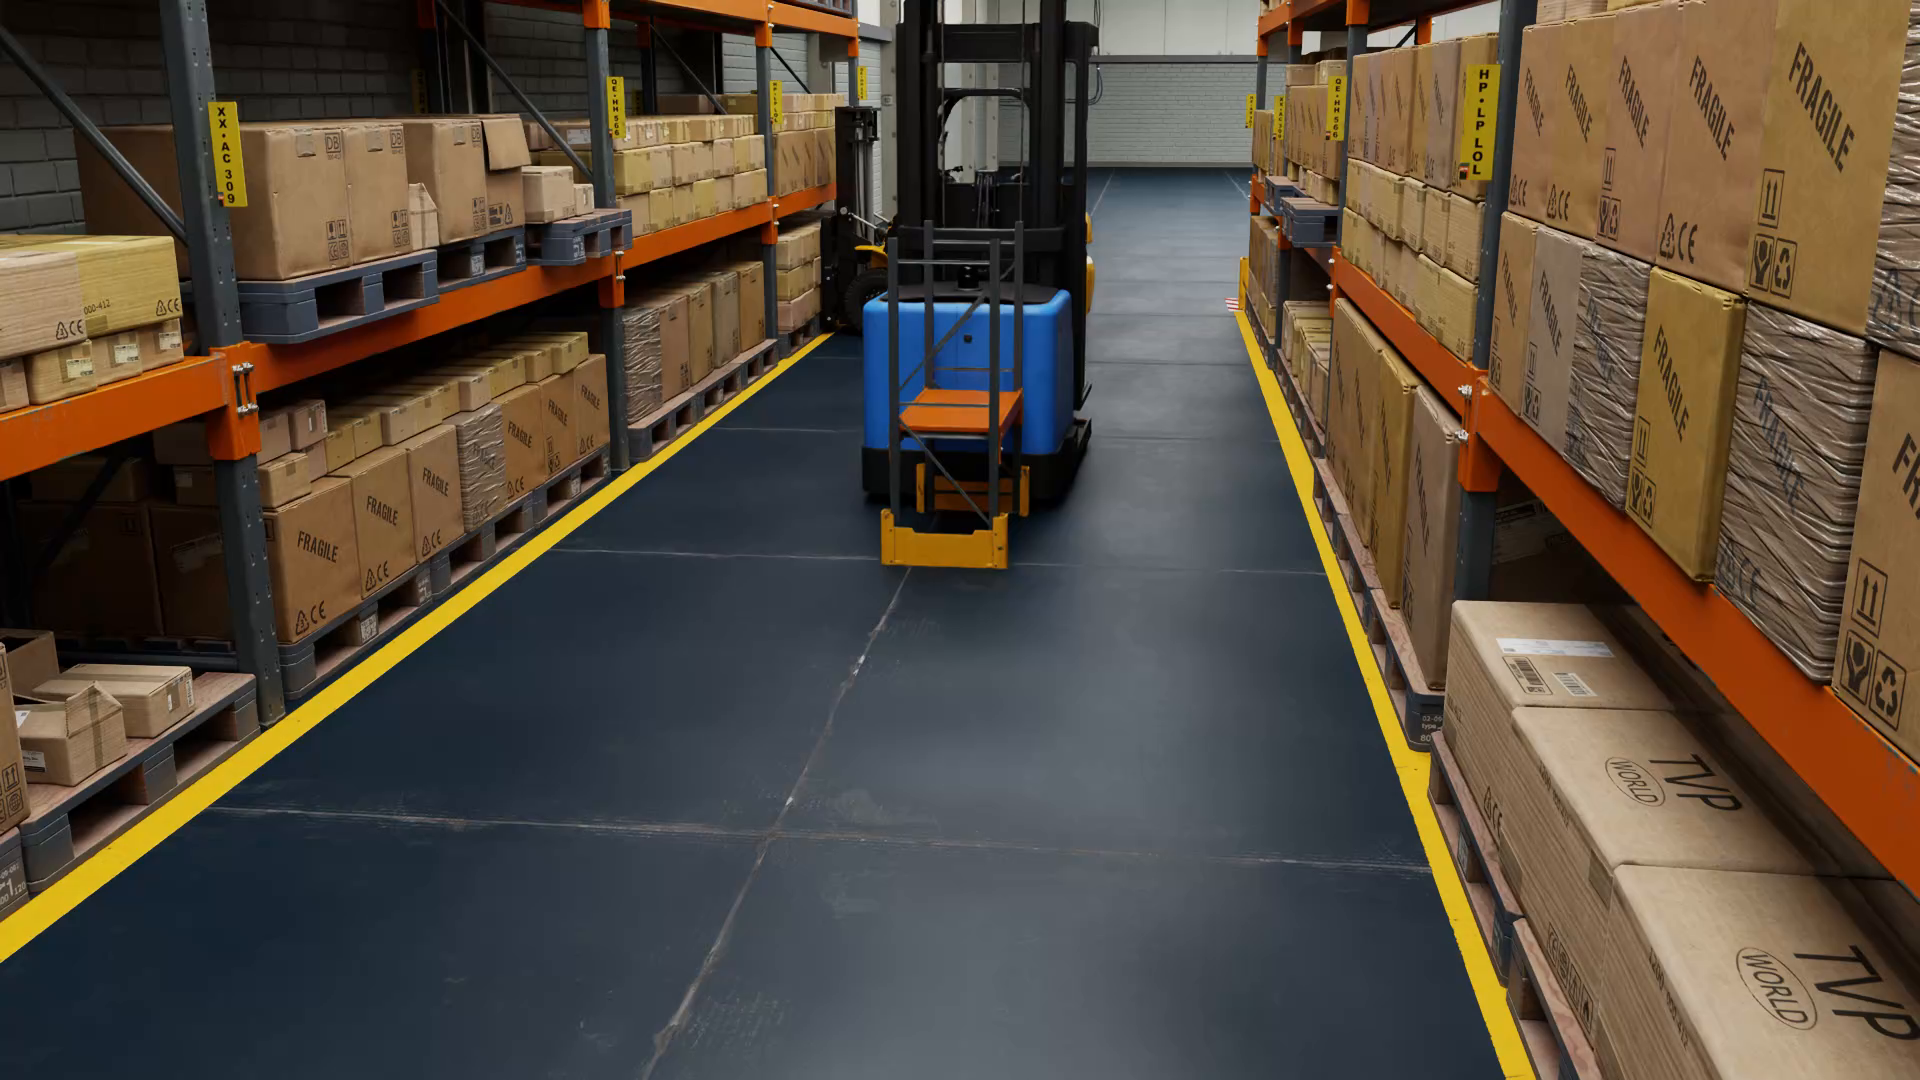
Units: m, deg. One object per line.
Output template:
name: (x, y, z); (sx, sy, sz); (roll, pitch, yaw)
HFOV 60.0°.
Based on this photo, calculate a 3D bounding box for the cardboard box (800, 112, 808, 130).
cardboard box: (-1.515, -3.601, 14.298); (0.380, 0.149, 0.250); (2, 15, 6)

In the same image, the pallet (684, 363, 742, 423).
pallet: (-2.154, -1.044, 11.617); (1.003, 0.211, 1.213); (2, 15, 6)

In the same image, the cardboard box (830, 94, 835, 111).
cardboard box: (-1.375, -4.076, 15.485); (0.380, 0.149, 0.250); (2, 15, 8)

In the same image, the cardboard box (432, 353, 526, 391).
cardboard box: (-2.379, -0.830, 8.225); (0.380, 0.149, 0.250); (2, 15, 8)

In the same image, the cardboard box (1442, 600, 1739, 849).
cardboard box: (1.877, 0.515, 4.616); (0.875, 0.438, 0.875); (1, 15, 5)

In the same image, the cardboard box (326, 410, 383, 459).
cardboard box: (-2.583, -0.431, 6.752); (0.380, 0.149, 0.250); (1, 15, 5)

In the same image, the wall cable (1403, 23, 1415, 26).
wall cable: (11.965, -16.543, 45.585); (2.305, 6.003, 0.169); (2, 15, 6)

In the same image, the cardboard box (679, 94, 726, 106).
cardboard box: (-2.153, -3.629, 13.832); (0.380, 0.149, 0.250); (2, 15, 6)

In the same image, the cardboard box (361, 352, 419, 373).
cardboard box: (-2.923, -0.842, 8.272); (0.380, 0.149, 0.250); (1, 15, 4)

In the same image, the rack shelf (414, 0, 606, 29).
rack shelf: (-2.652, -2.444, 7.085); (1.077, 0.370, 4.000); (2, 15, 6)

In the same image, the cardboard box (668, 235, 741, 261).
cardboard box: (-2.111, -2.391, 13.804); (0.500, 0.250, 0.500); (2, 15, 7)

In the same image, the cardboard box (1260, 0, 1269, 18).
cardboard box: (3.049, -5.042, 15.796); (0.380, 0.149, 0.250); (2, 15, 6)

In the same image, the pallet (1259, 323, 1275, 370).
pallet: (2.998, -1.583, 13.612); (1.003, 0.211, 1.213); (2, 15, 6)

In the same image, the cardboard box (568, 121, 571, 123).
cardboard box: (-2.624, -2.516, 10.285); (0.380, 0.149, 0.250); (1, 15, 5)

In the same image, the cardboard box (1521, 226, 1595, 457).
cardboard box: (1.681, -0.483, 4.010); (0.500, 0.500, 0.500); (2, 15, 7)

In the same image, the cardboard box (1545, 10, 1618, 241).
cardboard box: (1.697, -0.963, 3.869); (0.500, 0.500, 0.500); (1, 15, 6)

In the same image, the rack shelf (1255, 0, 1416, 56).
rack shelf: (3.183, -4.373, 14.221); (1.077, 0.370, 4.000); (2, 15, 6)

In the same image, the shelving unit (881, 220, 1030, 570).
shelving unit: (-0.003, -0.736, 8.010); (0.587, 1.500, 1.083); (2, 15, 8)

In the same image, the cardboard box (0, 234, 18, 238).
cardboard box: (-3.202, -0.775, 4.999); (0.500, 0.250, 0.500); (2, 15, 6)

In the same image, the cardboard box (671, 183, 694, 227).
cardboard box: (-2.020, -2.161, 10.696); (0.500, 0.250, 0.500); (1, 15, 4)

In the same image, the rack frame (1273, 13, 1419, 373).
rack frame: (2.958, -2.754, 12.600); (1.000, 3.000, 0.127); (2, 15, 6)

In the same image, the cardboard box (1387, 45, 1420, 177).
cardboard box: (2.027, -1.733, 6.719); (0.500, 0.500, 0.500); (2, 15, 7)

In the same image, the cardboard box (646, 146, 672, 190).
cardboard box: (-2.076, -2.268, 10.134); (0.500, 0.250, 0.500); (2, 15, 8)

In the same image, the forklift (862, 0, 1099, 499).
forklift: (0.219, -1.964, 9.809); (1.130, 2.935, 3.031); (2, 15, 9)

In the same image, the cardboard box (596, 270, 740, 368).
cardboard box: (-2.118, -1.619, 12.148); (0.875, 0.625, 0.625); (2, 15, 6)

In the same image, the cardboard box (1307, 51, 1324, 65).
cardboard box: (3.354, -3.935, 14.293); (0.700, 0.500, 0.500); (2, 15, 6)

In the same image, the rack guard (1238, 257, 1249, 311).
rack guard: (3.400, -2.565, 16.691); (1.175, 0.500, 0.348); (2, 15, 6)

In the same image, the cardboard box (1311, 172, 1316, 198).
cardboard box: (2.288, -2.093, 9.834); (0.380, 0.149, 0.250); (1, 15, 4)

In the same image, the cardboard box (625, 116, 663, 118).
cardboard box: (-2.347, -2.976, 11.988); (0.380, 0.149, 0.250); (2, 15, 6)

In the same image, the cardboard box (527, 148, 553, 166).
cardboard box: (-2.652, -2.155, 9.716); (0.500, 0.250, 0.500); (2, 15, 8)

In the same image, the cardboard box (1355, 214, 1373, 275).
cardboard box: (2.161, -1.391, 7.847); (0.500, 0.250, 0.500); (1, 15, 5)

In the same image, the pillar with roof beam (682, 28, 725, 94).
pillar with roof beam: (1.780, -6.552, 15.153); (9.100, 9.000, 0.400); (2, 15, 6)

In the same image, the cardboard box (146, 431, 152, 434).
cardboard box: (-3.079, -0.369, 6.522); (0.380, 0.149, 0.250); (2, 15, 7)

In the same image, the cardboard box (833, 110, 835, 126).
cardboard box: (-1.374, -4.067, 16.023); (0.380, 0.149, 0.250); (2, 15, 7)

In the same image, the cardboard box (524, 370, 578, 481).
cardboard box: (-2.327, -0.612, 8.664); (0.500, 0.500, 0.500); (1, 15, 5)

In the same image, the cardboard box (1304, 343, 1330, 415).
cardboard box: (2.655, -0.989, 10.301); (0.950, 0.372, 0.625); (1, 15, 5)

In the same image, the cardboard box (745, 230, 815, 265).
cardboard box: (-1.541, -2.506, 14.230); (0.500, 0.250, 0.500); (2, 15, 6)

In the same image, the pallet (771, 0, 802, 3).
pallet: (-1.904, -4.526, 13.579); (1.003, 0.211, 1.213); (2, 15, 6)

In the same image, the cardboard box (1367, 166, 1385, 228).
cardboard box: (2.076, -1.498, 7.287); (0.500, 0.250, 0.500); (2, 15, 6)

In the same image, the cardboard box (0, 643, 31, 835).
cardboard box: (-2.913, 0.571, 4.287); (0.700, 0.500, 0.500); (1, 15, 4)

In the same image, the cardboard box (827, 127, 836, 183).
cardboard box: (-1.443, -3.582, 15.472); (0.500, 0.500, 0.500); (1, 15, 5)

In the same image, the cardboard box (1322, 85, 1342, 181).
cardboard box: (2.281, -2.237, 9.123); (0.500, 0.500, 0.500); (1, 15, 5)

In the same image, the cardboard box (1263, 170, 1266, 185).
cardboard box: (2.970, -3.323, 15.187); (0.380, 0.149, 0.250); (2, 15, 8)

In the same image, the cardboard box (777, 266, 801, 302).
cardboard box: (-1.613, -2.132, 13.807); (0.500, 0.250, 0.500); (2, 15, 6)

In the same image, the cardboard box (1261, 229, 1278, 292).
cardboard box: (2.870, -2.417, 14.381); (0.500, 0.500, 0.500); (3, 15, 9)

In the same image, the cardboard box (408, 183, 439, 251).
cardboard box: (-2.339, -1.311, 6.718); (0.396, 0.266, 0.258); (2, 15, 9)

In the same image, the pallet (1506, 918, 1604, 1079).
pallet: (1.756, 1.179, 3.397); (1.003, 0.211, 1.213); (2, 15, 6)

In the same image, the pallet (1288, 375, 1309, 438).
pallet: (2.736, -0.889, 11.044); (1.003, 0.211, 1.213); (2, 15, 6)

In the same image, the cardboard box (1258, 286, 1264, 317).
cardboard box: (2.869, -2.061, 14.500); (0.500, 0.250, 0.500); (2, 15, 7)

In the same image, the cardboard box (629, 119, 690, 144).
cardboard box: (-1.962, -2.632, 10.716); (0.380, 0.149, 0.250); (2, 15, 7)

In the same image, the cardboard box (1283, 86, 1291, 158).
cardboard box: (2.620, -3.035, 12.075); (0.500, 0.500, 0.500); (2, 15, 8)

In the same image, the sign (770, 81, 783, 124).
sign: (-1.434, -3.407, 12.947); (0.100, 0.325, 0.005); (2, 15, 6)

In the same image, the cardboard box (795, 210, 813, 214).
cardboard box: (-1.766, -3.176, 16.707); (0.500, 0.250, 0.500); (1, 15, 5)

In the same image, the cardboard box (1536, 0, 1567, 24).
cardboard box: (1.761, -1.449, 4.424); (0.380, 0.149, 0.250); (1, 15, 5)

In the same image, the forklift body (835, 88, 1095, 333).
forklift body: (0.075, -2.981, 15.067); (2.313, 2.155, 1.214); (2, 15, 6)

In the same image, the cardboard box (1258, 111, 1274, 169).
cardboard box: (2.969, -3.602, 14.975); (0.500, 0.500, 0.500); (1, 15, 5)

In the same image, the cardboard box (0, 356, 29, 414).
cardboard box: (-2.732, -0.409, 4.411); (0.380, 0.149, 0.250); (2, 15, 8)
